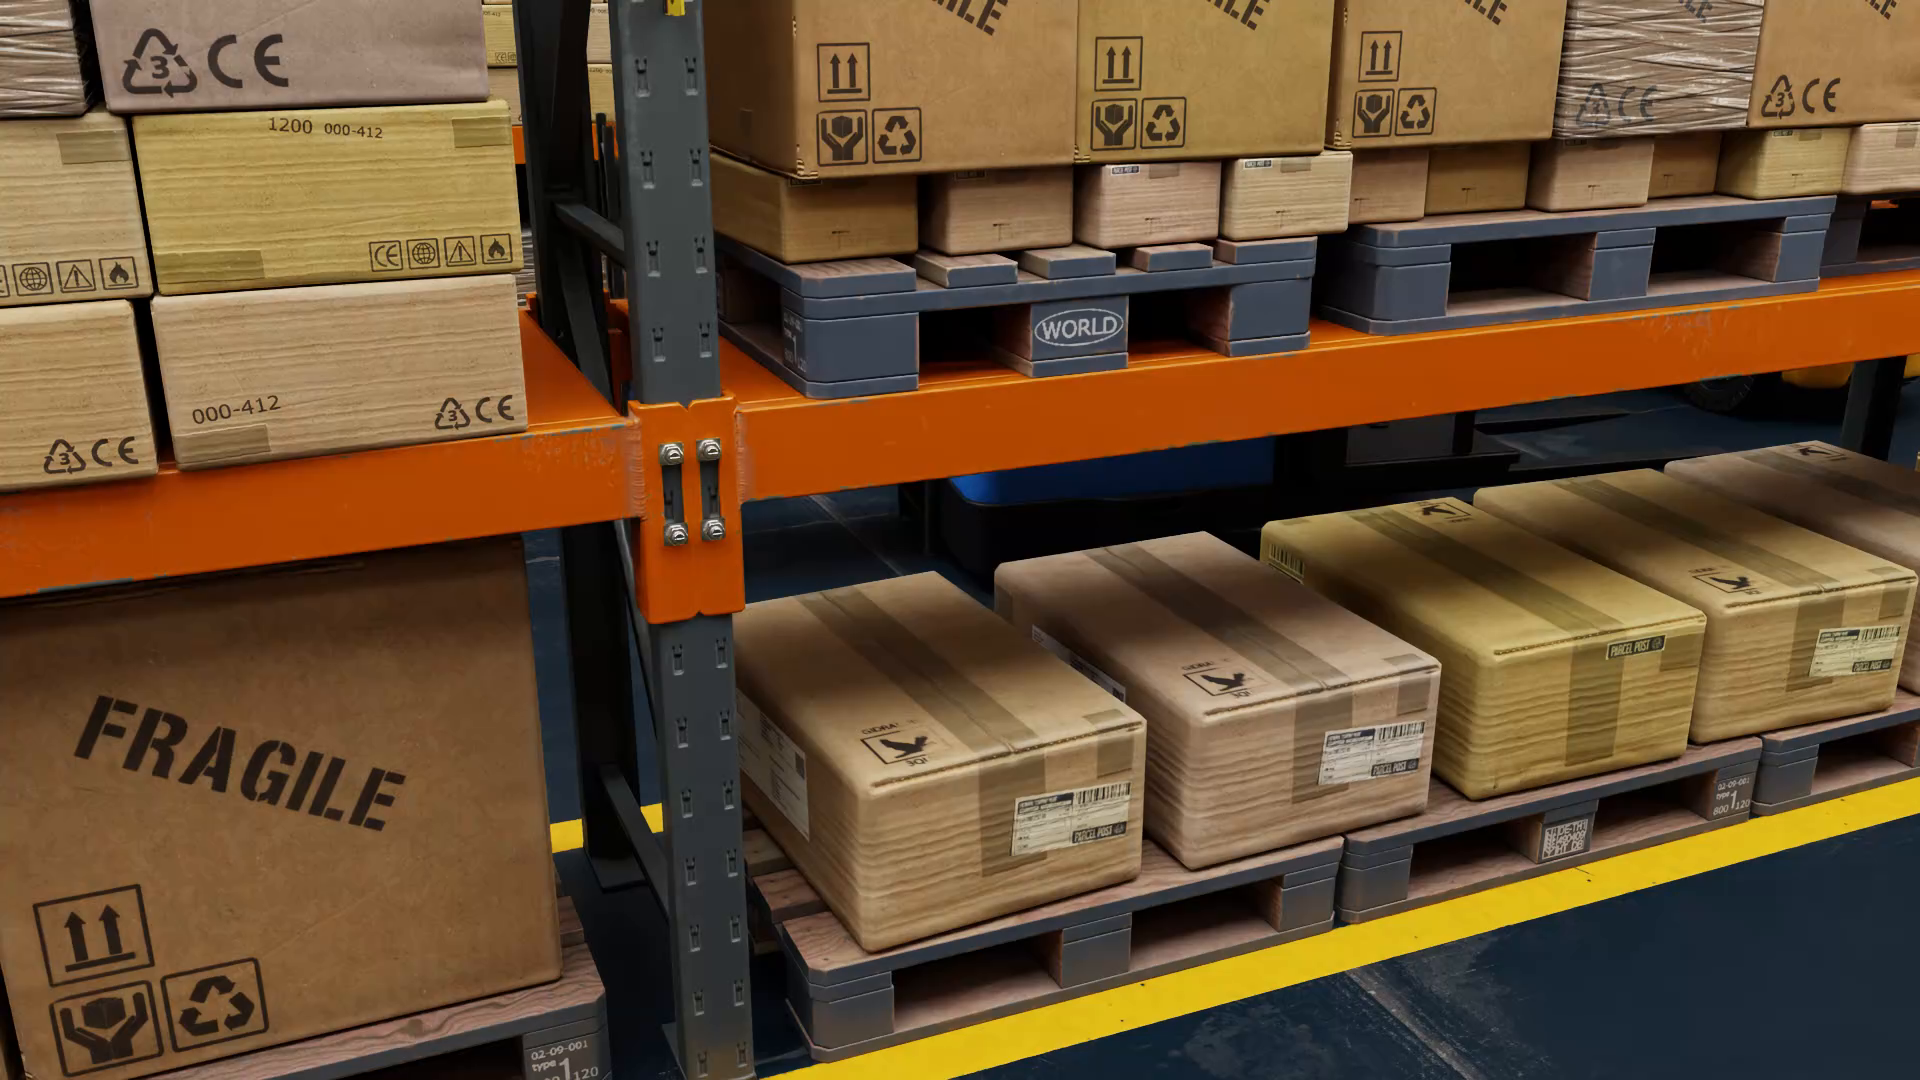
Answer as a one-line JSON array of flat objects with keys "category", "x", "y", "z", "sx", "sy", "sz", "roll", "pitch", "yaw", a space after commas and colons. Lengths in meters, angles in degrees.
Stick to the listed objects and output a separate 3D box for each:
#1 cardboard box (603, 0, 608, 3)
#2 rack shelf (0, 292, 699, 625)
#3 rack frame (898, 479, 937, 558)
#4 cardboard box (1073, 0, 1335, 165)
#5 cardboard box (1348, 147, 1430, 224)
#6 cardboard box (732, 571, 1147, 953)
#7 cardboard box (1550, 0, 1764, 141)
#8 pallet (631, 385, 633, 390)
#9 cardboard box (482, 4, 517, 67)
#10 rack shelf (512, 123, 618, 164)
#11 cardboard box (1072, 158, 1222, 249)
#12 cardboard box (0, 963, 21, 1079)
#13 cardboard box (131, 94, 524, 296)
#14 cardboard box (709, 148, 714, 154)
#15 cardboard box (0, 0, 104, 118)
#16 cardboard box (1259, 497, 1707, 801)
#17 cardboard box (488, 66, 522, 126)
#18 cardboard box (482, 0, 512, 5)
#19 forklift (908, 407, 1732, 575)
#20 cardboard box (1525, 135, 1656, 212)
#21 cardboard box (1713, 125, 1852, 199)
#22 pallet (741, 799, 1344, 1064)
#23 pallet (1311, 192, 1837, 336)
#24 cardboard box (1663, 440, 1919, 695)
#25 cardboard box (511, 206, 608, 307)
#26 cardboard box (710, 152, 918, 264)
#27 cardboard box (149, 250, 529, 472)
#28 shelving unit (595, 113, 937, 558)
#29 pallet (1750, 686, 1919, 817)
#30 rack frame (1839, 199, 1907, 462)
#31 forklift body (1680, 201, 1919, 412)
[{"category": "cardboard box", "x": -1.493, "y": -2.474, "z": 7.404, "sx": 0.250, "sy": 0.149, "sz": 0.380, "roll": -8, "pitch": 21, "yaw": -21}, {"category": "rack shelf", "x": -2.475, "y": 0.062, "z": 2.411, "sx": 4.000, "sy": 0.370, "sz": 1.077, "roll": -8, "pitch": 21, "yaw": -22}, {"category": "rack frame", "x": -0.159, "y": -0.727, "z": 5.827, "sx": 0.032, "sy": 1.500, "sz": 0.500, "roll": -5, "pitch": 20, "yaw": -13}, {"category": "cardboard box", "x": 0.342, "y": -0.985, "z": 3.072, "sx": 0.500, "sy": 0.500, "sz": 0.500, "roll": -7, "pitch": 21, "yaw": -19}, {"category": "cardboard box", "x": 0.727, "y": -0.740, "z": 3.353, "sx": 0.250, "sy": 0.149, "sz": 0.380, "roll": -7, "pitch": 21, "yaw": -19}, {"category": "cardboard box", "x": -0.116, "y": 0.430, "z": 3.608, "sx": 0.625, "sy": 0.372, "sz": 0.950, "roll": -10, "pitch": 22, "yaw": -26}, {"category": "cardboard box", "x": 1.289, "y": -1.120, "z": 3.456, "sx": 0.500, "sy": 0.500, "sz": 0.500, "roll": -9, "pitch": 21, "yaw": -24}, {"category": "pallet", "x": -1.837, "y": -0.834, "z": 8.074, "sx": 1.213, "sy": 0.211, "sz": 1.003, "roll": -8, "pitch": 21, "yaw": -22}, {"category": "cardboard box", "x": -2.094, "y": -2.194, "z": 7.211, "sx": 0.500, "sy": 0.250, "sz": 0.500, "roll": -8, "pitch": 21, "yaw": -22}, {"category": "rack shelf", "x": -0.772, "y": -1.977, "z": 8.203, "sx": 4.000, "sy": 0.370, "sz": 1.077, "roll": -8, "pitch": 21, "yaw": -22}, {"category": "cardboard box", "x": 0.276, "y": -0.655, "z": 3.110, "sx": 0.250, "sy": 0.149, "sz": 0.380, "roll": -10, "pitch": 22, "yaw": -25}, {"category": "cardboard box", "x": -2.126, "y": 0.446, "z": 2.807, "sx": 0.875, "sy": 0.875, "sz": 0.875, "roll": -8, "pitch": 21, "yaw": -21}, {"category": "cardboard box", "x": -0.983, "y": -0.564, "z": 2.580, "sx": 0.500, "sy": 0.250, "sz": 0.500, "roll": -8, "pitch": 21, "yaw": -22}, {"category": "cardboard box", "x": -0.431, "y": -0.734, "z": 3.337, "sx": 0.250, "sy": 0.149, "sz": 0.380, "roll": -7, "pitch": 21, "yaw": -20}, {"category": "cardboard box", "x": -1.477, "y": -0.841, "z": 2.238, "sx": 0.500, "sy": 0.500, "sz": 0.500, "roll": -8, "pitch": 21, "yaw": -21}, {"category": "cardboard box", "x": 1.257, "y": 0.233, "z": 4.169, "sx": 0.625, "sy": 0.372, "sz": 0.950, "roll": -7, "pitch": 21, "yaw": -20}, {"category": "cardboard box", "x": -2.104, "y": -1.966, "z": 7.316, "sx": 0.500, "sy": 0.250, "sz": 0.500, "roll": -8, "pitch": 21, "yaw": -22}, {"category": "cardboard box", "x": -1.954, "y": -2.394, "z": 7.177, "sx": 0.250, "sy": 0.149, "sz": 0.380, "roll": -8, "pitch": 21, "yaw": -21}, {"category": "forklift", "x": 1.372, "y": -1.484, "z": 5.825, "sx": 3.031, "sy": 2.935, "sz": 1.130, "roll": -5, "pitch": 20, "yaw": -13}, {"category": "cardboard box", "x": 1.237, "y": -0.803, "z": 3.533, "sx": 0.250, "sy": 0.149, "sz": 0.380, "roll": -7, "pitch": 21, "yaw": -20}, {"category": "cardboard box", "x": 1.729, "y": -0.864, "z": 3.706, "sx": 0.250, "sy": 0.149, "sz": 0.380, "roll": -8, "pitch": 21, "yaw": -22}, {"category": "pallet", "x": 0.080, "y": 0.673, "z": 3.793, "sx": 1.213, "sy": 0.211, "sz": 1.003, "roll": -8, "pitch": 21, "yaw": -22}, {"category": "pallet", "x": 1.163, "y": -0.722, "z": 3.846, "sx": 1.213, "sy": 0.211, "sz": 1.003, "roll": -8, "pitch": 21, "yaw": -22}, {"category": "cardboard box", "x": 2.554, "y": 0.045, "z": 4.702, "sx": 0.625, "sy": 0.372, "sz": 0.950, "roll": -8, "pitch": 21, "yaw": -21}, {"category": "cardboard box", "x": -2.030, "y": -1.209, "z": 7.883, "sx": 0.625, "sy": 0.625, "sz": 0.875, "roll": -7, "pitch": 21, "yaw": -20}, {"category": "cardboard box", "x": -0.266, "y": -0.606, "z": 2.972, "sx": 0.250, "sy": 0.149, "sz": 0.380, "roll": -9, "pitch": 22, "yaw": -25}, {"category": "cardboard box", "x": -1.000, "y": -0.324, "z": 2.650, "sx": 0.500, "sy": 0.250, "sz": 0.500, "roll": -9, "pitch": 21, "yaw": -24}, {"category": "shelving unit", "x": -0.652, "y": -0.685, "z": 5.709, "sx": 1.048, "sy": 1.500, "sz": 0.538, "roll": -5, "pitch": 20, "yaw": -13}, {"category": "pallet", "x": 2.320, "y": 0.352, "z": 4.705, "sx": 1.213, "sy": 0.211, "sz": 1.003, "roll": -8, "pitch": 21, "yaw": -22}, {"category": "rack frame", "x": 3.034, "y": -1.066, "z": 4.534, "sx": 0.127, "sy": 3.000, "sz": 1.000, "roll": -8, "pitch": 21, "yaw": -22}, {"category": "forklift body", "x": 3.719, "y": -1.899, "z": 8.178, "sx": 1.214, "sy": 2.155, "sz": 2.313, "roll": -8, "pitch": 21, "yaw": -22}]
